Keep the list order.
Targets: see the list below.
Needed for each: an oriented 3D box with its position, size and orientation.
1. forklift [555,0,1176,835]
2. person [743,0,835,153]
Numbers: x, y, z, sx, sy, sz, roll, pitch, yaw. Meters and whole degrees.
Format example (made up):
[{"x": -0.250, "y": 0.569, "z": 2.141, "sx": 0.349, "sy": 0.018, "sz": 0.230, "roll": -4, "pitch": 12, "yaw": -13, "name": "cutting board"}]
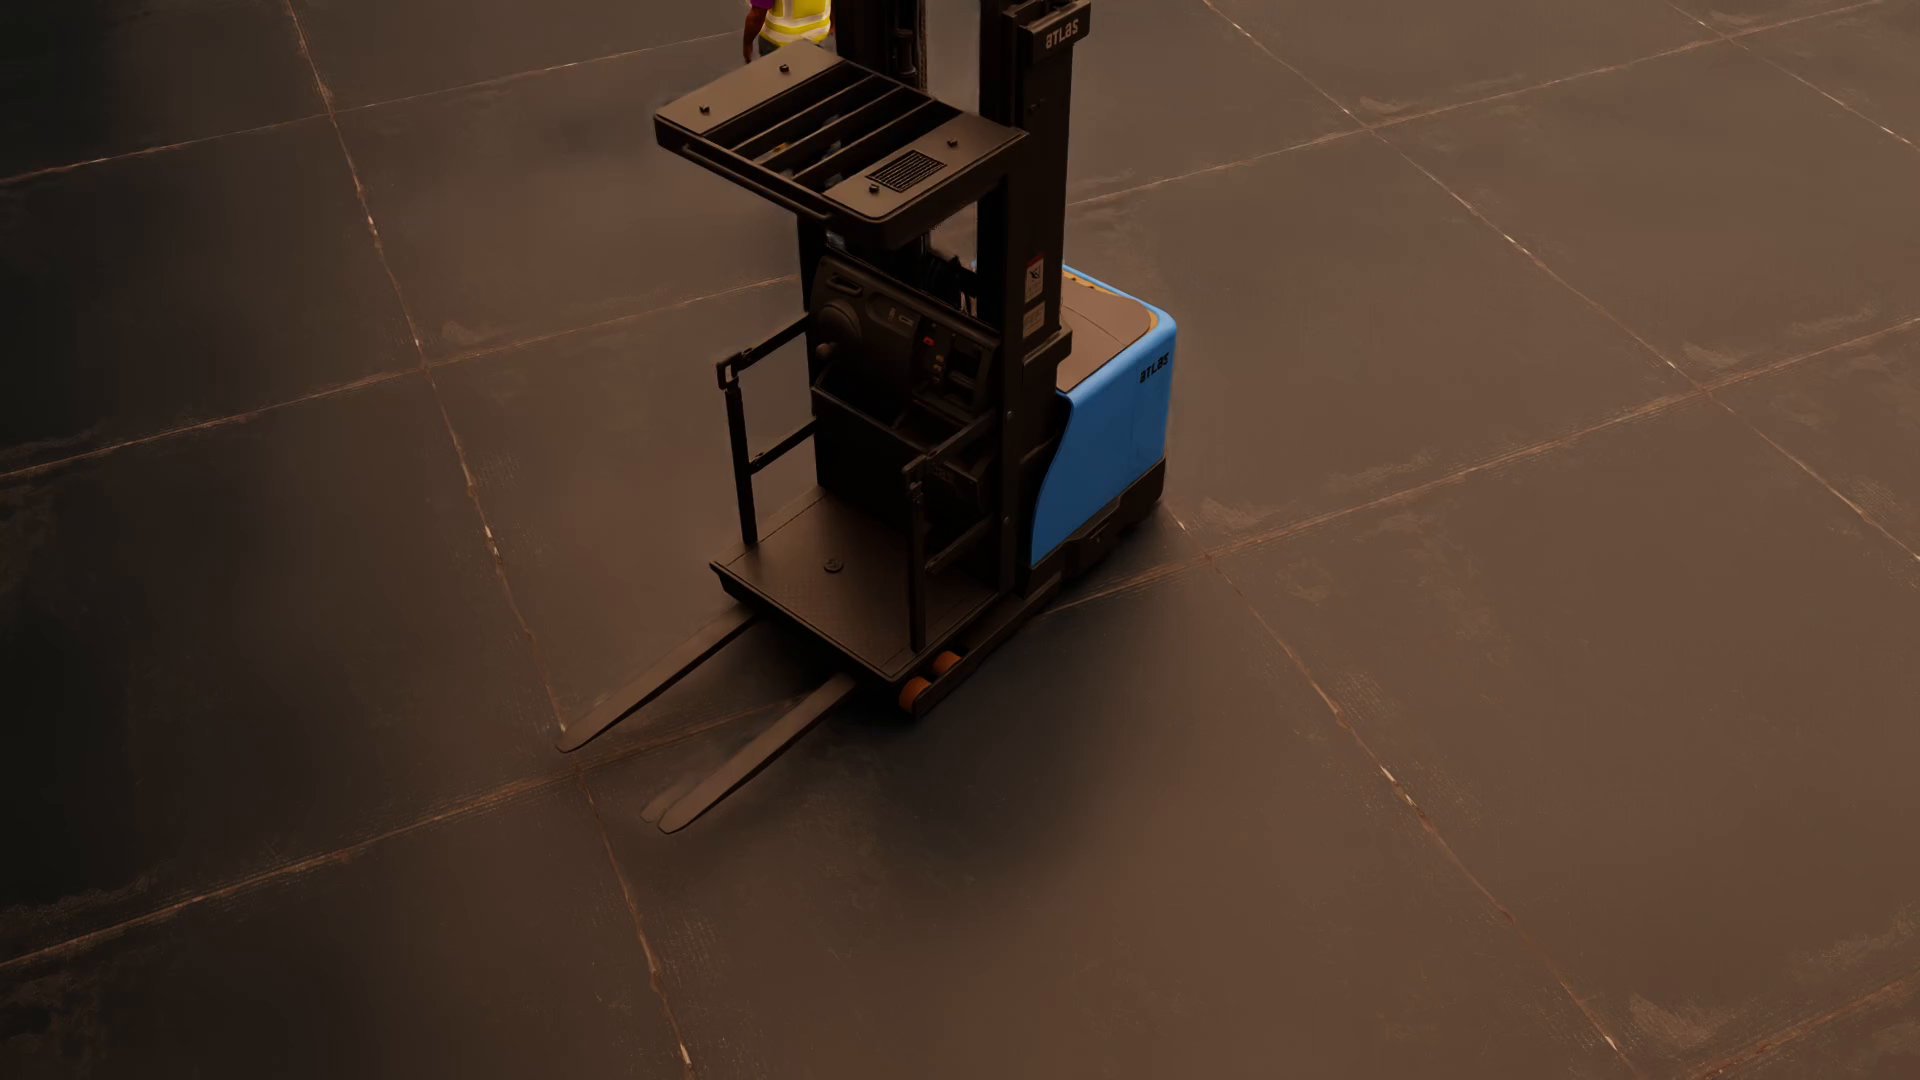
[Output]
[{"x": -0.373, "y": -0.721, "z": 6.453, "sx": 1.130, "sy": 2.935, "sz": 3.031, "roll": 31, "pitch": 51, "yaw": 29, "name": "forklift"}, {"x": -1.006, "y": -3.009, "z": 9.749, "sx": 0.665, "sy": 1.762, "sz": 0.590, "roll": -28, "pitch": 50, "yaw": -27, "name": "person"}]
